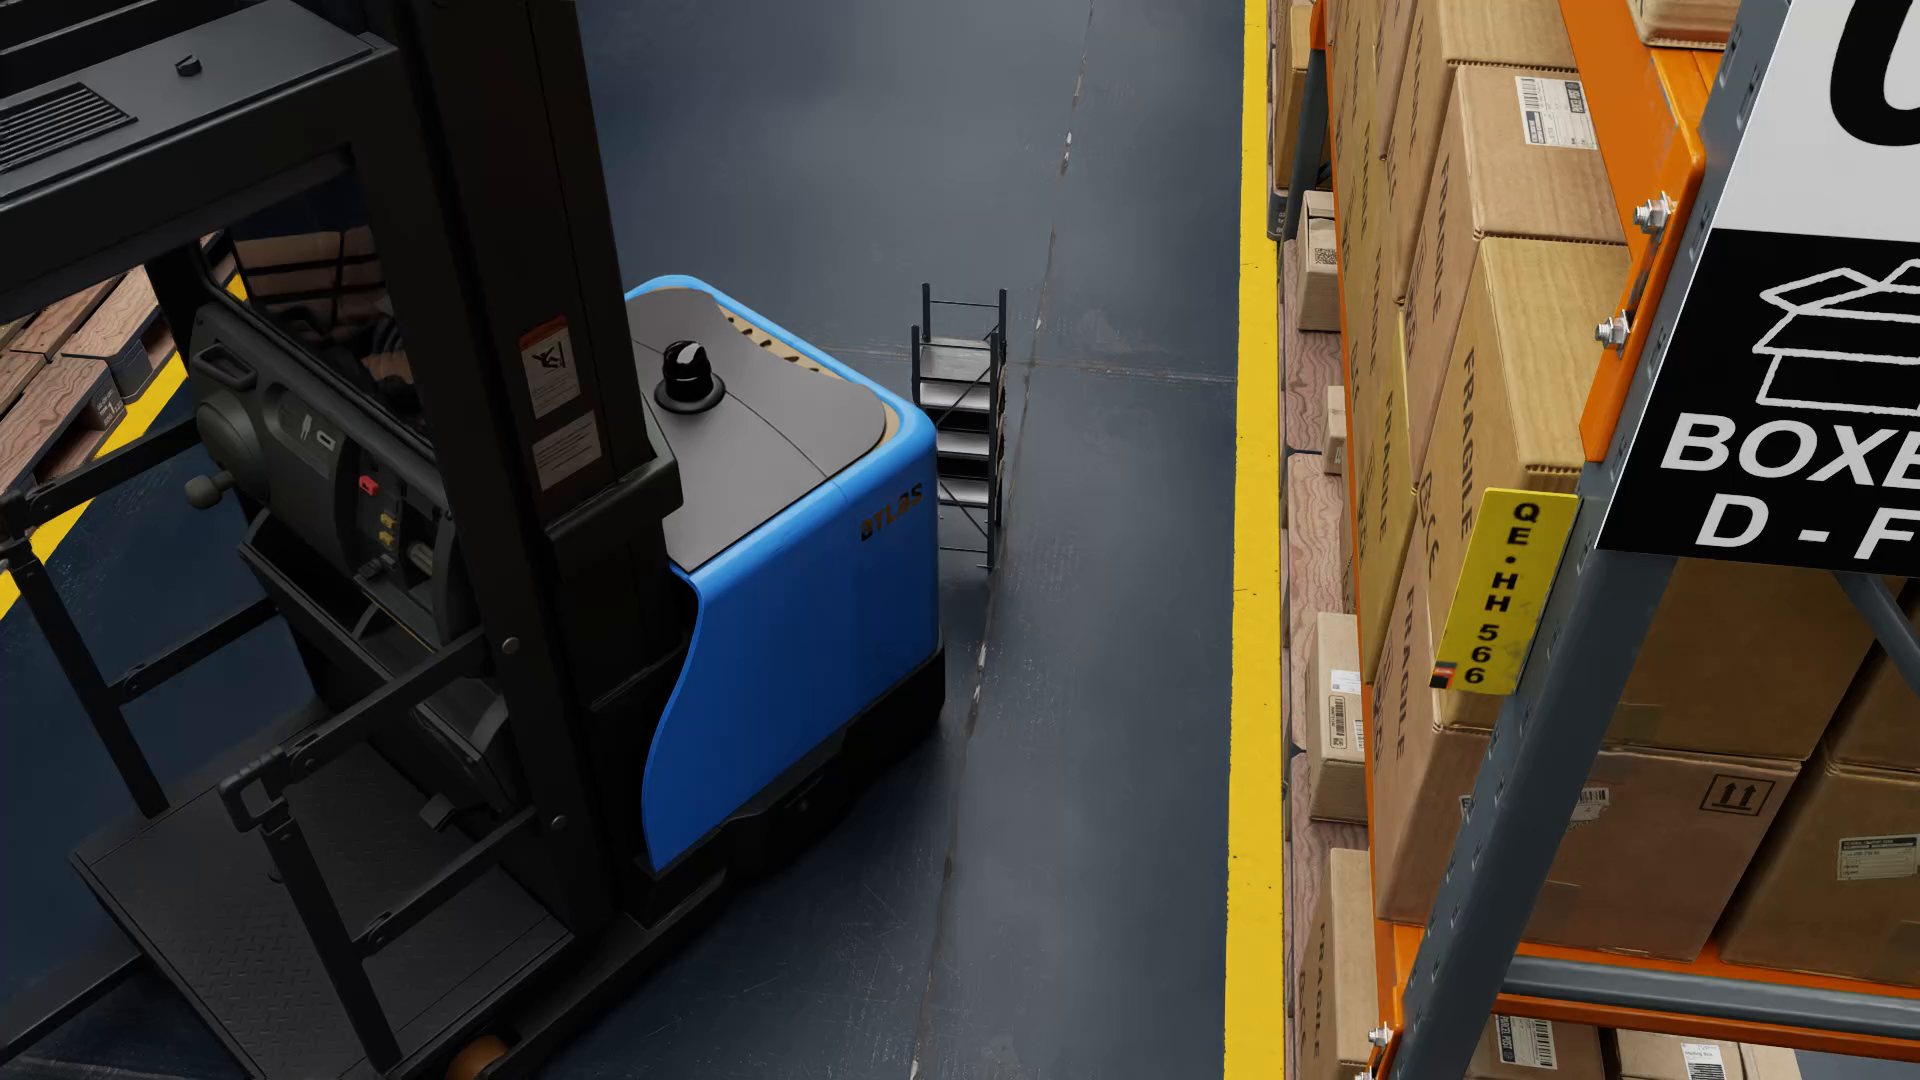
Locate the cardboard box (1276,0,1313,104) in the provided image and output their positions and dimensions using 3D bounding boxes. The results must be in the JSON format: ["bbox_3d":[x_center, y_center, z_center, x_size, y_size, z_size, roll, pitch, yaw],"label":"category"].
[{"bbox_3d":[1.556,-2.011,6.690,0.500,0.500,0.500,5,44,6],"label":"cardboard box"}]

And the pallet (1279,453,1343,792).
[{"bbox_3d":[1.451,0.254,4.828,1.003,0.211,1.213,5,44,6],"label":"pallet"}]

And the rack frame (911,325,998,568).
[{"bbox_3d":[-0.015,-0.252,4.862,0.240,0.900,0.006,5,44,6],"label":"rack frame"}]

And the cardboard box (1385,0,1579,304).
[{"bbox_3d":[1.089,-0.760,3.071,0.500,0.500,0.500,6,44,7],"label":"cardboard box"}]

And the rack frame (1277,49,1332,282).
[{"bbox_3d":[1.701,-2.060,5.244,1.000,3.000,0.127,5,44,6],"label":"rack frame"}]

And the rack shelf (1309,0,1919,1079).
[{"bbox_3d":[1.437,-0.436,4.052,1.077,0.370,4.000,5,44,6],"label":"rack shelf"}]

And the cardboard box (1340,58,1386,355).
[{"bbox_3d":[1.165,-0.737,3.774,0.500,0.500,0.500,5,44,5],"label":"cardboard box"}]

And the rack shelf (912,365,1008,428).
[{"bbox_3d":[-0.001,-0.428,4.834,0.258,0.077,0.200,5,44,6],"label":"rack shelf"}]

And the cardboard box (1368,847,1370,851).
[{"bbox_3d":[1.143,0.874,3.886,0.380,0.166,0.250,5,44,6],"label":"cardboard box"}]

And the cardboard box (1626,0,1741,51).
[{"bbox_3d":[0.979,-0.743,1.781,0.500,0.250,0.500,5,44,6],"label":"cardboard box"}]

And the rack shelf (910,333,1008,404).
[{"bbox_3d":[-0.001,-0.493,4.772,0.258,0.077,0.200,5,44,6],"label":"rack shelf"}]

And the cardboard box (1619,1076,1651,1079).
[{"bbox_3d":[1.568,1.287,3.463,0.380,0.149,0.250,5,44,6],"label":"cardboard box"}]

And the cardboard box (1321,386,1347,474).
[{"bbox_3d":[1.327,-0.334,5.162,0.380,0.166,0.250,5,44,6],"label":"cardboard box"}]

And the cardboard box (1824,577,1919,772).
[{"bbox_3d":[1.492,-0.012,2.281,0.500,0.500,0.500,6,44,7],"label":"cardboard box"}]

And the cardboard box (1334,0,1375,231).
[{"bbox_3d":[1.231,-1.084,4.141,0.500,0.500,0.500,5,44,5],"label":"cardboard box"}]

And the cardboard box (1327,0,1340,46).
[{"bbox_3d":[1.364,-1.774,4.869,0.500,0.500,0.500,6,44,7],"label":"cardboard box"}]

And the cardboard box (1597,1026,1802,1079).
[{"bbox_3d":[1.601,1.110,3.637,0.380,0.166,0.250,5,44,6],"label":"cardboard box"}]

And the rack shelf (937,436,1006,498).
[{"bbox_3d":[-0.001,-0.232,5.020,0.258,0.077,0.200,5,44,6],"label":"rack shelf"}]

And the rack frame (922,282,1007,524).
[{"bbox_3d":[0.012,-0.391,5.008,0.240,0.900,0.006,5,44,6],"label":"rack frame"}]

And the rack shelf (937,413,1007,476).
[{"bbox_3d":[-0.001,-0.297,4.958,0.258,0.077,0.200,5,44,6],"label":"rack shelf"}]

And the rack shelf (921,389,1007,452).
[{"bbox_3d":[-0.001,-0.362,4.896,0.258,0.077,0.200,5,44,6],"label":"rack shelf"}]

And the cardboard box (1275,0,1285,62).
[{"bbox_3d":[1.623,-2.353,7.051,0.500,0.500,0.500,6,44,6],"label":"cardboard box"}]

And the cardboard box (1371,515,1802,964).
[{"bbox_3d":[0.962,0.299,2.679,0.500,0.500,0.500,6,44,7],"label":"cardboard box"}]

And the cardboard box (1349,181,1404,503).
[{"bbox_3d":[1.098,-0.394,3.412,0.500,0.500,0.500,6,44,6],"label":"cardboard box"}]

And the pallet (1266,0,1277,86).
[{"bbox_3d":[1.930,-2.439,7.673,1.003,0.211,1.213,5,44,6],"label":"pallet"}]

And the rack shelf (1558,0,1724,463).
[{"bbox_3d":[1.437,-1.525,3.021,1.077,0.370,4.000,5,44,6],"label":"rack shelf"}]

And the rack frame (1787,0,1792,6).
[{"bbox_3d":[1.172,-1.513,0.303,1.000,3.000,0.127,5,44,6],"label":"rack frame"}]

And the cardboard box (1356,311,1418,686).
[{"bbox_3d":[1.027,-0.054,3.053,0.500,0.500,0.500,6,44,6],"label":"cardboard box"}]

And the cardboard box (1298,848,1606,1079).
[{"bbox_3d":[1.000,1.021,3.488,0.500,0.500,0.500,5,44,6],"label":"cardboard box"}]

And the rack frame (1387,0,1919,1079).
[{"bbox_3d":[1.172,0.666,2.365,1.000,3.000,0.127,5,44,6],"label":"rack frame"}]

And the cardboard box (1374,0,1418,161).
[{"bbox_3d":[1.156,-1.110,3.441,0.500,0.500,0.500,6,44,7],"label":"cardboard box"}]

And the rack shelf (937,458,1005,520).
[{"bbox_3d":[-0.001,-0.166,5.081,0.258,0.077,0.200,5,44,6],"label":"rack shelf"}]

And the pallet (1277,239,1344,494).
[{"bbox_3d":[1.609,-0.580,5.709,1.003,0.211,1.213,5,44,6],"label":"pallet"}]

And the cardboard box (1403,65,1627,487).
[{"bbox_3d":[1.025,-0.406,2.698,0.500,0.500,0.500,6,44,7],"label":"cardboard box"}]

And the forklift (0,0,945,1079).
[{"bbox_3d":[-1.407,-0.053,3.174,1.130,2.935,3.031,32,52,29],"label":"forklift"}]

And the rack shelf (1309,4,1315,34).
[{"bbox_3d":[1.966,-3.162,6.931,1.077,0.370,4.000,5,44,6],"label":"rack shelf"}]

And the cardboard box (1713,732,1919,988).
[{"bbox_3d":[1.492,0.351,2.625,0.500,0.500,0.500,6,44,6],"label":"cardboard box"}]

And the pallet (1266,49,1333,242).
[{"bbox_3d":[1.771,-1.606,6.792,1.003,0.211,1.213,5,44,6],"label":"pallet"}]

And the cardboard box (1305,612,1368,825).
[{"bbox_3d":[1.155,0.467,4.255,0.500,0.250,0.500,5,44,6],"label":"cardboard box"}]

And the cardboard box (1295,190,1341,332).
[{"bbox_3d":[1.431,-0.977,5.736,0.500,0.311,0.500,5,44,6],"label":"cardboard box"}]

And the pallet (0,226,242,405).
[{"bbox_3d":[-3.267,-0.996,6.148,1.003,0.211,1.213,5,44,6],"label":"pallet"}]

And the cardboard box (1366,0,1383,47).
[{"bbox_3d":[1.224,-1.462,3.813,0.500,0.500,0.500,4,44,4],"label":"cardboard box"}]

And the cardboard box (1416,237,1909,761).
[{"bbox_3d":[0.959,-0.062,2.334,0.500,0.500,0.500,5,44,5],"label":"cardboard box"}]

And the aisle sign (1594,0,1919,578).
[{"bbox_3d":[0.860,-0.260,1.452,0.394,0.787,0.004,5,44,6],"label":"aisle sign"}]

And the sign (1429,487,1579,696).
[{"bbox_3d":[0.625,0.066,1.926,0.100,0.325,0.005,5,44,6],"label":"sign"}]

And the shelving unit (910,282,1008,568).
[{"bbox_3d":[-0.001,-0.321,4.935,0.258,0.900,0.210,5,44,6],"label":"shelving unit"}]

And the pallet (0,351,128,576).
[{"bbox_3d":[-3.426,-0.162,5.268,1.003,0.211,1.213,5,44,6],"label":"pallet"}]

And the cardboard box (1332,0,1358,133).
[{"bbox_3d":[1.299,-1.425,4.500,0.500,0.500,0.500,6,44,6],"label":"cardboard box"}]

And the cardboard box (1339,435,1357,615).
[{"bbox_3d":[1.458,-0.033,4.599,0.797,0.503,0.637,5,44,6],"label":"cardboard box"}]

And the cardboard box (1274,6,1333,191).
[{"bbox_3d":[1.482,-1.675,6.335,0.500,0.500,0.500,5,44,5],"label":"cardboard box"}]

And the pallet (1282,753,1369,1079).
[{"bbox_3d":[1.287,1.083,3.953,1.003,0.211,1.213,5,44,6],"label":"pallet"}]
